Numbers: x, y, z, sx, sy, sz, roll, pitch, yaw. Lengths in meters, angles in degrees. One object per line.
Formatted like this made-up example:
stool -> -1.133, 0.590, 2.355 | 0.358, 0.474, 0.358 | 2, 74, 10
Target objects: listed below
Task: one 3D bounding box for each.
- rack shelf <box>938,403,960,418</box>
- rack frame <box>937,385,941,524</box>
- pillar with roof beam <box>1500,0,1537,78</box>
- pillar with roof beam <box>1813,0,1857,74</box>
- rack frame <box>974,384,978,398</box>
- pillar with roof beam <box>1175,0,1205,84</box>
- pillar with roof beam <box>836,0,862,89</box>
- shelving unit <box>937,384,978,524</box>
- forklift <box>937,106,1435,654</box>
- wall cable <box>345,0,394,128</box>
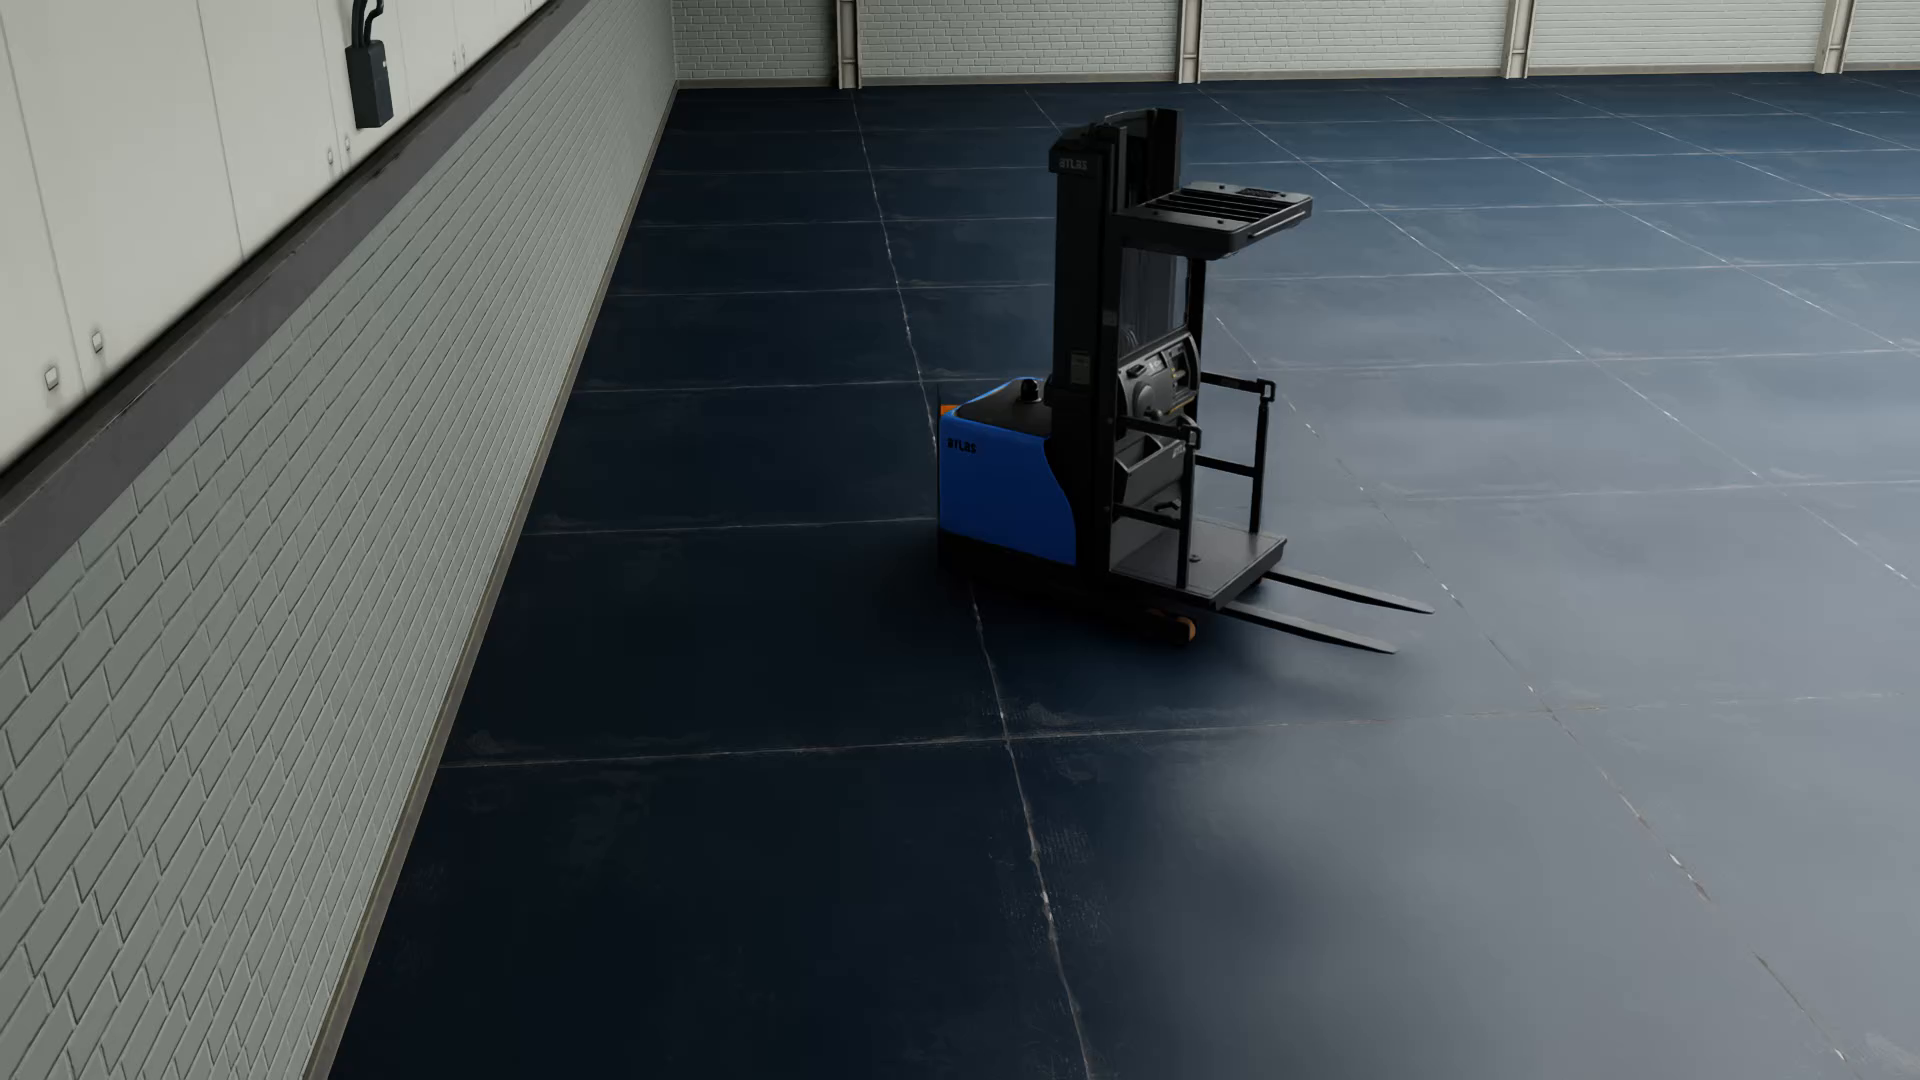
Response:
rack shelf -> -0.017, -0.752, 10.977 | 0.240, 0.259, 0.215 | -2, 24, -5
rack frame -> -0.139, -0.498, 11.078 | 0.008, 1.050, 0.200 | -2, 24, -5
pillar with roof beam -> 10.440, -10.759, 24.376 | 0.400, 9.000, 9.100 | -2, 24, -5
pillar with roof beam -> 16.411, -10.998, 24.915 | 0.400, 9.000, 9.100 | -2, 24, -5
rack frame -> 0.104, -0.507, 11.097 | 0.008, 1.050, 0.200 | -2, 24, -5
pillar with roof beam -> 4.469, -10.519, 23.837 | 0.400, 9.000, 9.100 | -2, 24, -5
pillar with roof beam -> -1.502, -10.280, 23.298 | 0.400, 9.000, 9.100 | -2, 24, -5
shelving unit -> -0.017, -0.502, 11.088 | 0.252, 1.050, 0.215 | -2, 24, -5
forklift -> 1.360, -0.962, 9.806 | 3.031, 2.935, 1.130 | 16, 28, 31
wall cable -> -2.808, -5.096, 7.449 | 0.169, 6.003, 2.305 | -2, 24, -5
